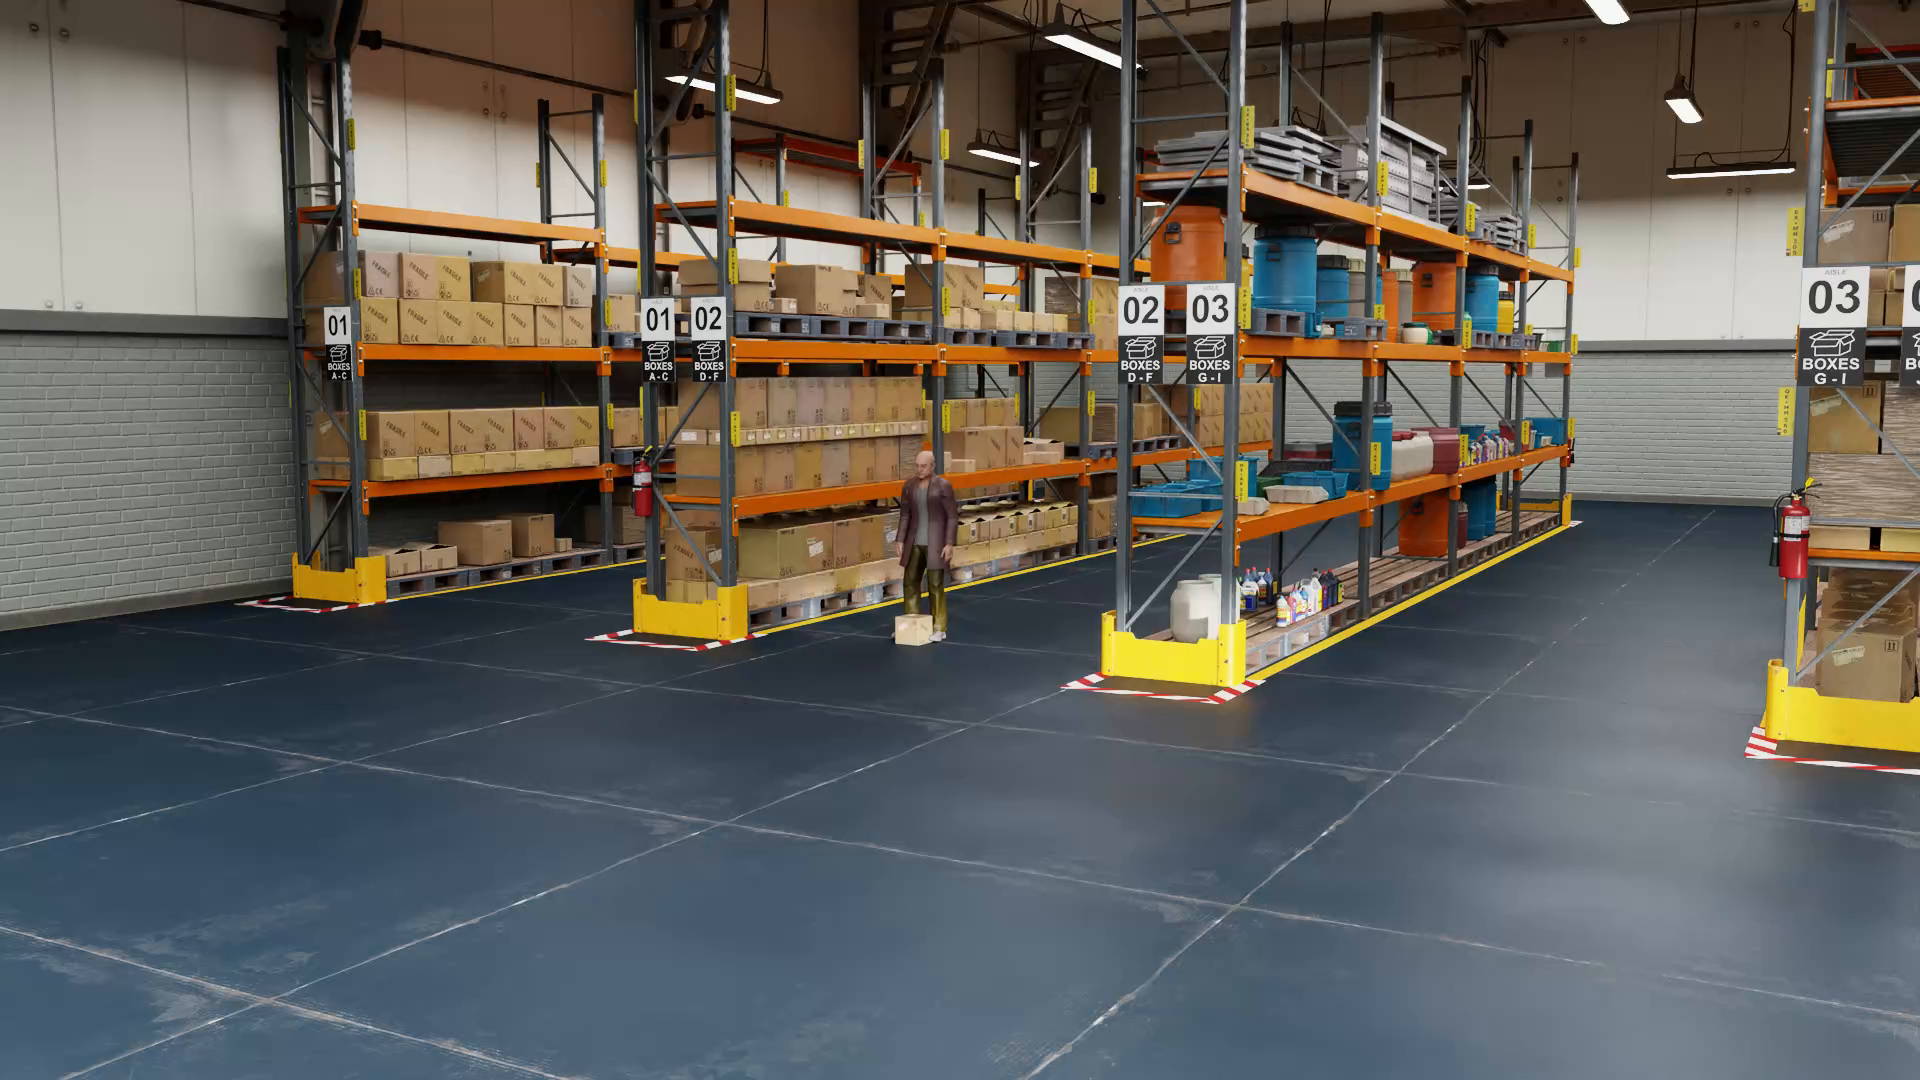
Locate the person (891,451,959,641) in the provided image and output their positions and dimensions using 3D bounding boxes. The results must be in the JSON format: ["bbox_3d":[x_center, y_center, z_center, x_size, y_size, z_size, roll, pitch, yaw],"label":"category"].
[{"bbox_3d":[-0.317,0.050,15.572,0.644,1.774,0.420,3,7,28],"label":"person"}]
